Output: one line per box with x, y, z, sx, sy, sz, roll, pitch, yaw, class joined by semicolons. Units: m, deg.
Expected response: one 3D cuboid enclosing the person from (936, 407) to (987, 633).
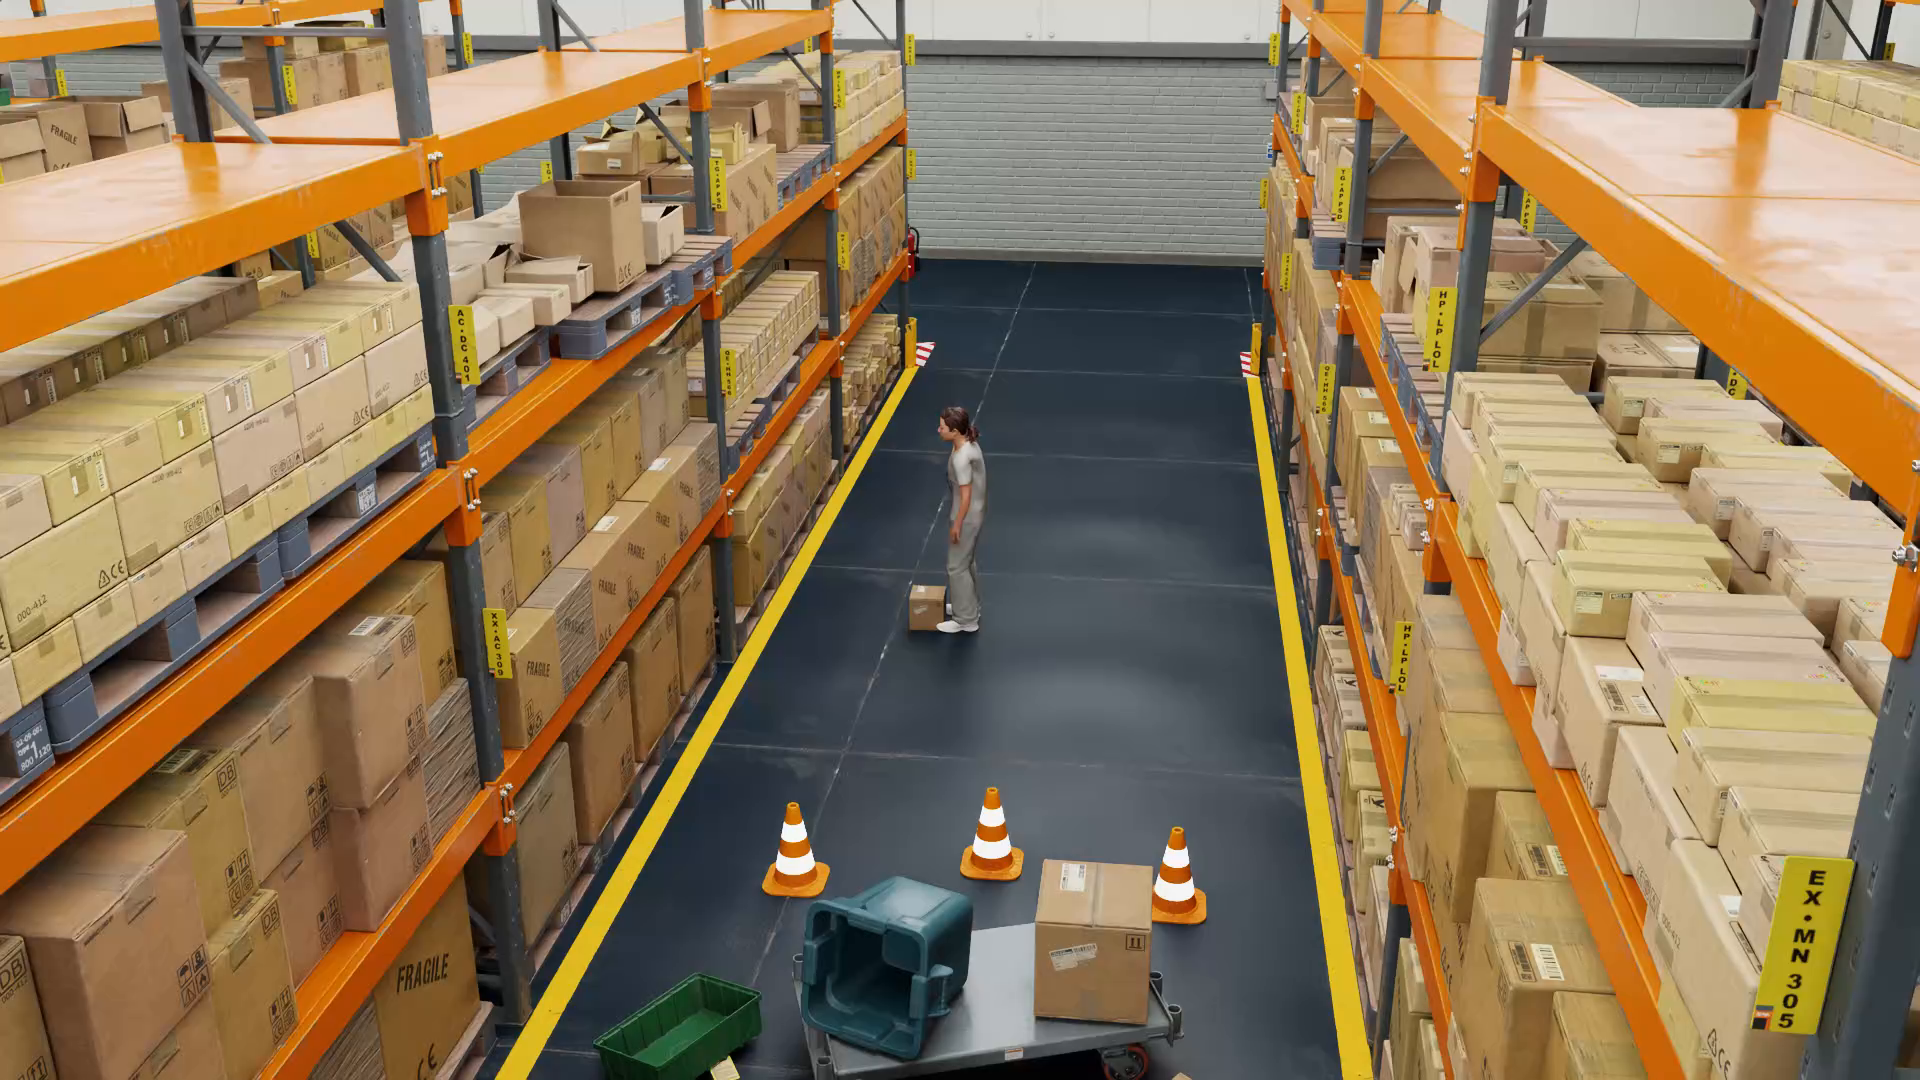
0.011;-0.157;11.892;0.356;1.672;0.514;1;21;3;person
